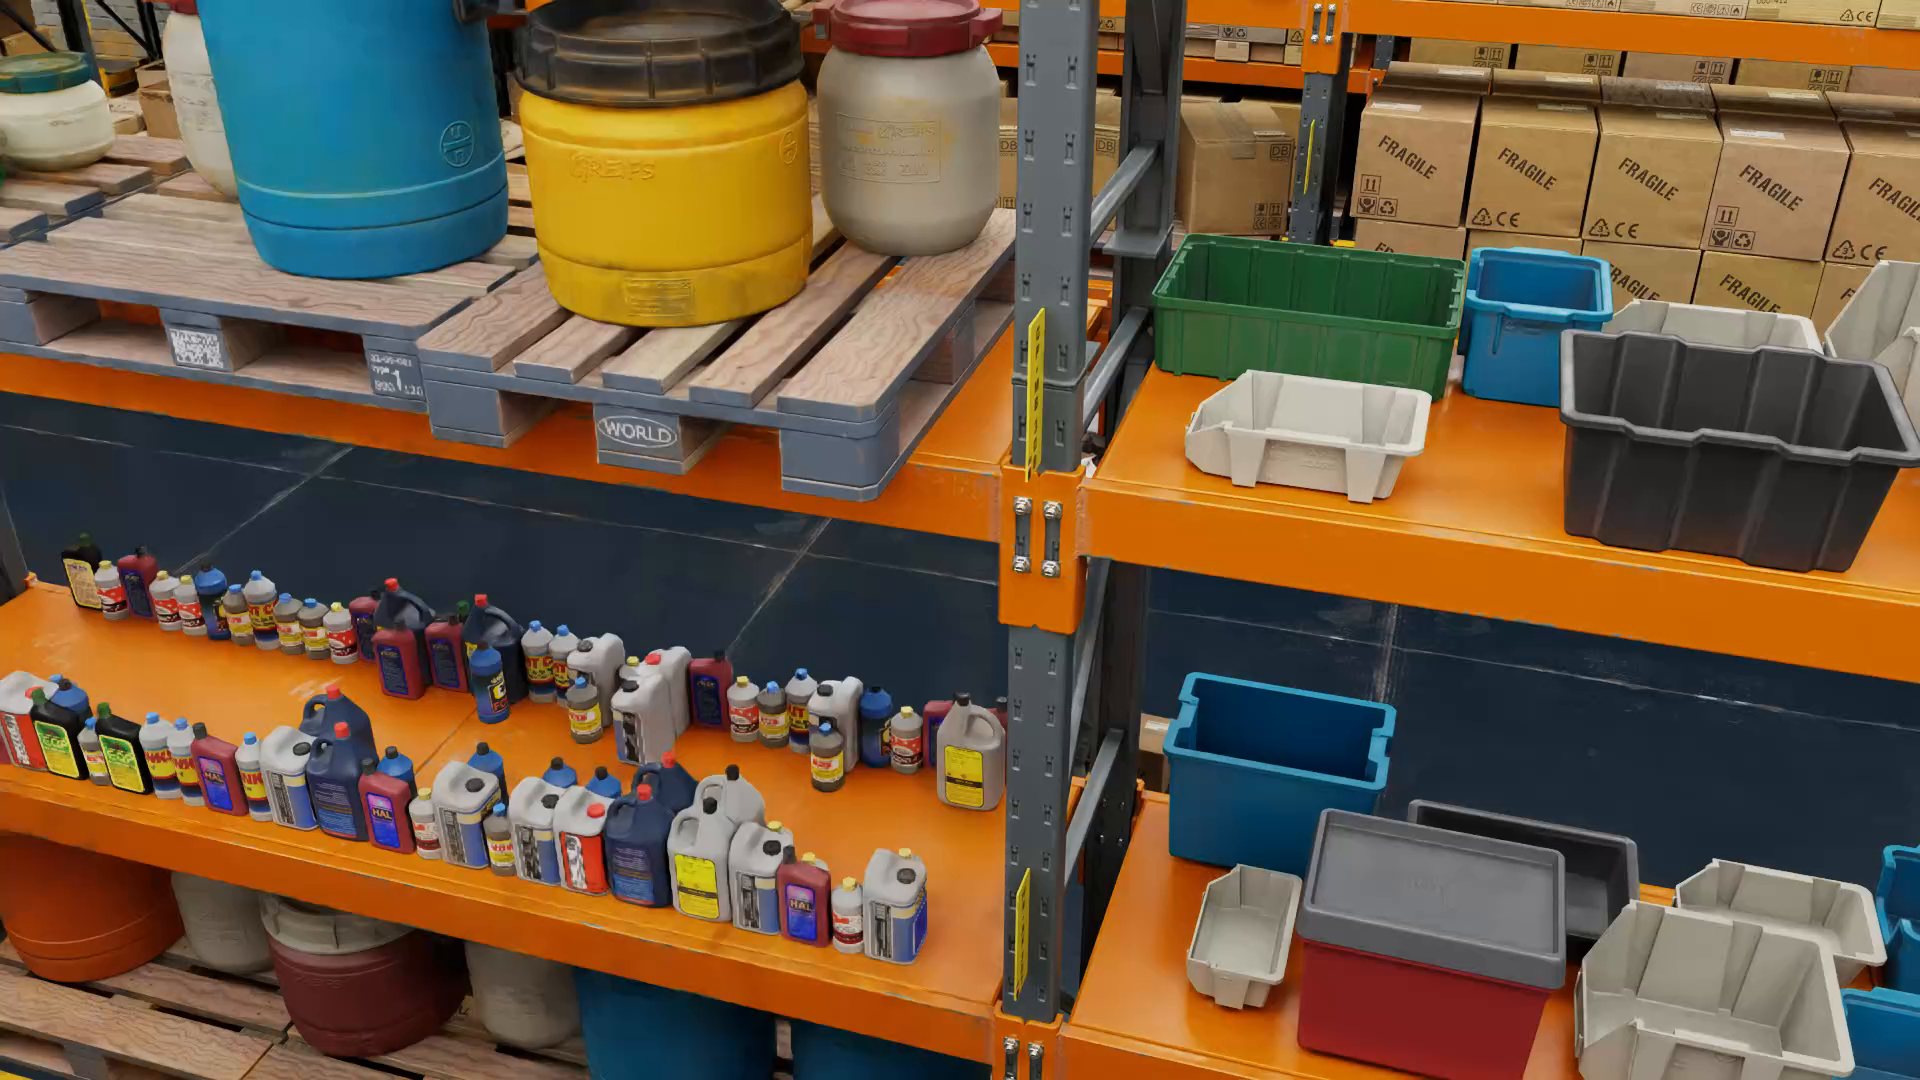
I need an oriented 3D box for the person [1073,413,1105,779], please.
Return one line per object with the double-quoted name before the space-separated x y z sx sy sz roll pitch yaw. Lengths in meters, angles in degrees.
"person" 0.543 0.258 6.669 0.428 1.660 0.530 7 30 12
